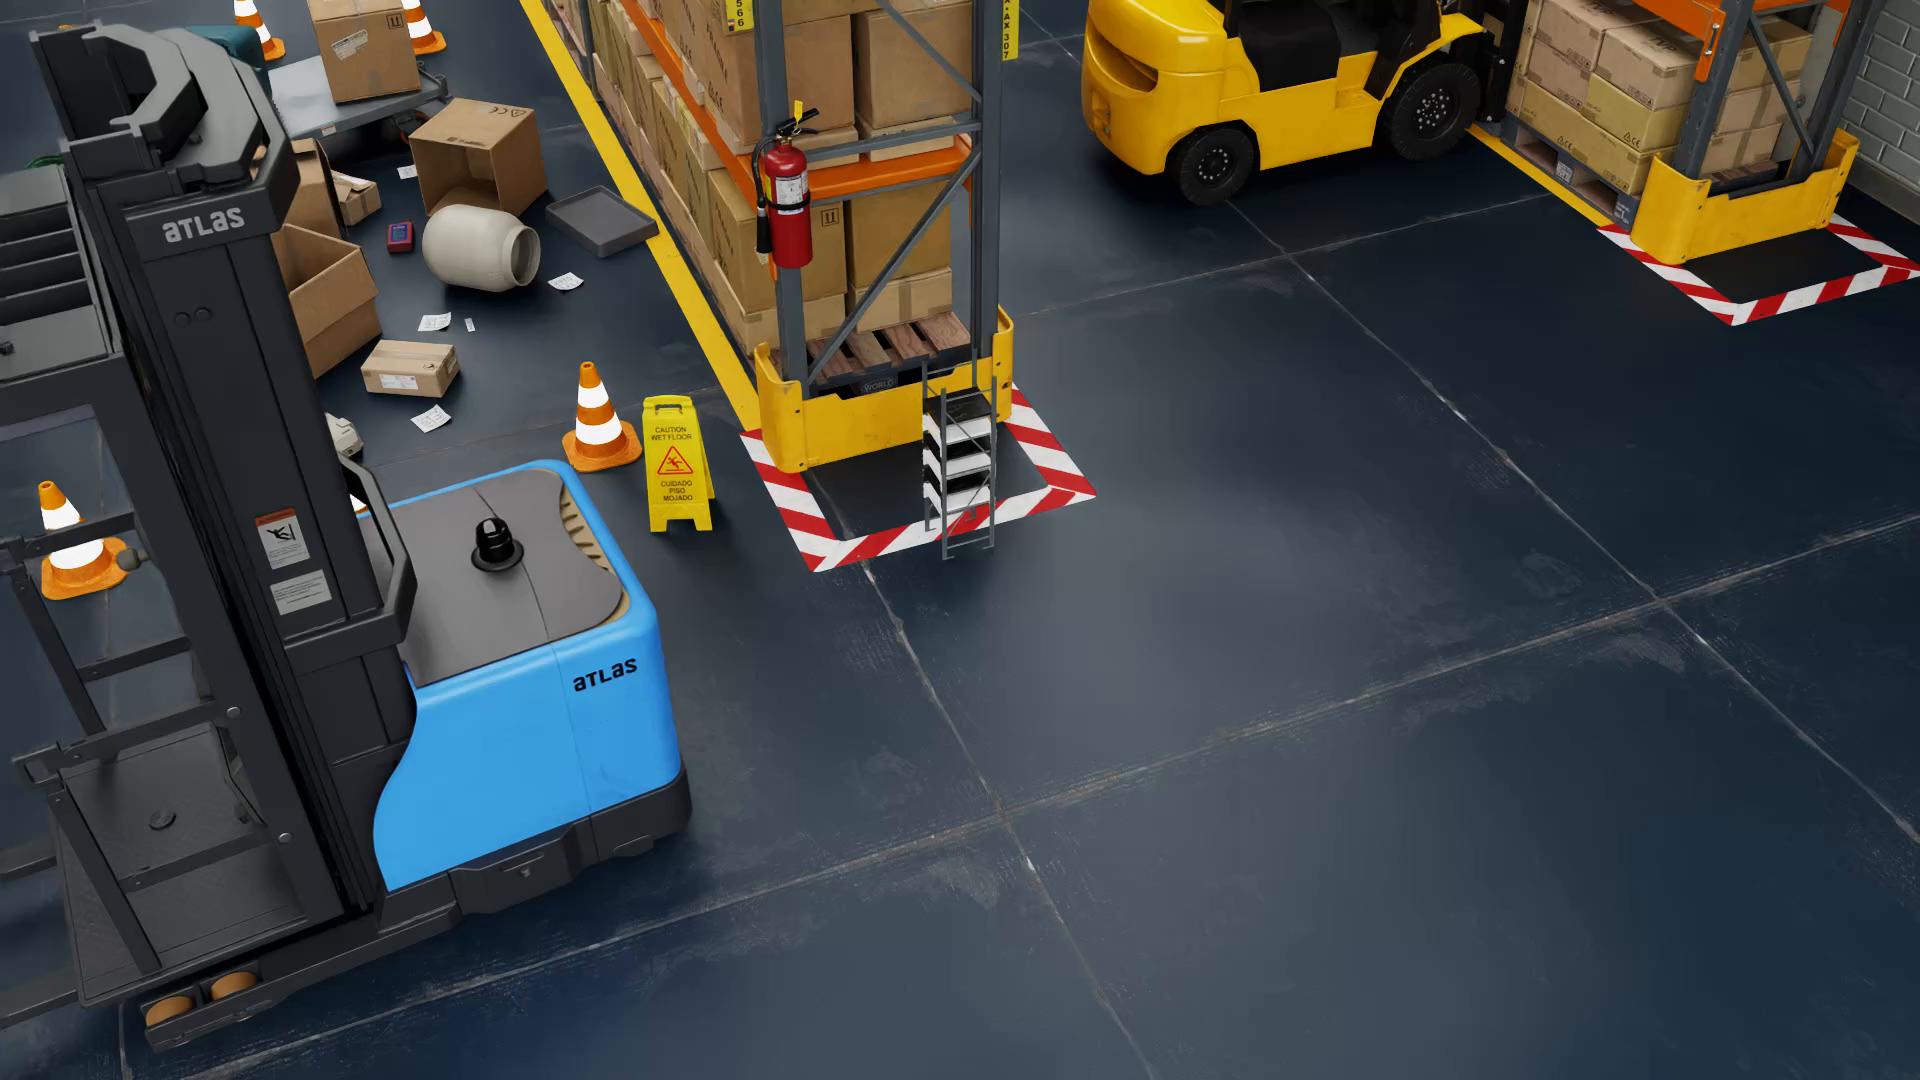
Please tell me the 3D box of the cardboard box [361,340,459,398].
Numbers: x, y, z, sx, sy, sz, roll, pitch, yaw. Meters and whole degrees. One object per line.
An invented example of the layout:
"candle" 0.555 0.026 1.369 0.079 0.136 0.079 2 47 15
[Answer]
"cardboard box" -2.678 -0.836 8.109 0.380 0.149 0.250 5 41 6

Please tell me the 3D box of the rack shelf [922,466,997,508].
"rack shelf" -0.003 -0.253 7.043 0.258 0.077 0.200 -15 43 -17

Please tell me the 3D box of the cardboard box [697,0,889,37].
"cardboard box" -0.708 -2.415 6.686 0.700 0.500 0.500 -16 43 -18

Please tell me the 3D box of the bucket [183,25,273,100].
"bucket" -4.194 -2.574 9.288 0.726 0.611 0.620 -2 31 -2

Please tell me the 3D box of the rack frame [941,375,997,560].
"rack frame" 0.036 -0.285 6.891 0.240 0.900 0.006 -15 43 -17

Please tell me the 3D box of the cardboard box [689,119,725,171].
"cardboard box" -1.061 -1.901 7.874 0.380 0.149 0.250 -14 43 -16

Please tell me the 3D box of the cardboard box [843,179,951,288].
"cardboard box" -0.374 -1.602 8.024 0.500 0.500 0.500 -16 43 -18

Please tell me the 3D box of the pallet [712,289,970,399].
"pallet" -0.618 -1.119 8.389 1.003 0.211 1.213 -15 43 -17

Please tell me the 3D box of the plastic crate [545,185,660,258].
"plastic crate" -1.998 -1.784 9.264 0.402 0.080 0.583 -31 49 -31

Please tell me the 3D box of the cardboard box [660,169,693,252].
"cardboard box" -1.265 -1.796 8.825 0.500 0.250 0.500 -17 43 -18

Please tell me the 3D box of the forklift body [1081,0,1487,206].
"forklift body" 1.863 -3.238 9.366 2.313 2.155 1.214 -15 43 -17

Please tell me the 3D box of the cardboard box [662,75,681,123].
"cardboard box" -1.253 -2.212 8.236 0.380 0.149 0.250 -13 42 -15

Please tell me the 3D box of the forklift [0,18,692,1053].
"forklift" -2.510 0.122 4.860 3.031 2.935 1.130 -19 44 -21

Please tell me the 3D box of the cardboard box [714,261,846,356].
"cardboard box" -0.878 -1.183 8.112 0.500 0.250 0.500 -15 43 -17

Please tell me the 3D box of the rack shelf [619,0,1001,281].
"rack shelf" -1.076 -2.564 8.483 1.077 0.370 4.000 -15 43 -17

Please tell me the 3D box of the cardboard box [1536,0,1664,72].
"cardboard box" 3.609 -2.874 9.312 0.500 0.250 0.500 -14 43 -16

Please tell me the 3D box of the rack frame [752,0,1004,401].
"rack frame" -0.311 -1.632 6.847 1.000 3.000 0.127 -15 43 -17

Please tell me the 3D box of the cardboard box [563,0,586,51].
"cardboard box" -2.044 -3.520 10.736 0.950 0.372 0.625 -15 43 -16

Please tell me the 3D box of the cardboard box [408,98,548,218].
"cardboard box" -2.688 -2.110 9.318 0.500 0.500 0.500 12 42 13

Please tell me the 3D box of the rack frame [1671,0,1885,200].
"rack frame" 4.274 -2.873 8.290 1.000 3.000 0.127 -15 43 -17

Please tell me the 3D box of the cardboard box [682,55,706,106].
"cardboard box" -1.056 -2.141 7.632 0.380 0.149 0.250 -14 43 -16

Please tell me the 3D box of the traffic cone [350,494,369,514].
"traffic cone" -2.563 -0.126 7.041 0.336 0.463 0.334 -15 43 -17

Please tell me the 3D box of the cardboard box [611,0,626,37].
"cardboard box" -1.674 -2.866 8.997 0.380 0.149 0.250 -14 43 -15

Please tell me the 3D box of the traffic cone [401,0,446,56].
"traffic cone" -3.609 -3.478 10.939 0.336 0.463 0.334 -15 43 -17

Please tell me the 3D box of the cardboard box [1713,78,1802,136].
"cardboard box" 4.286 -2.514 9.276 0.500 0.250 0.500 -14 43 -16

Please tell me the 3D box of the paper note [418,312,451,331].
"paper note" -2.698 -1.124 8.542 0.148 0.019 0.142 -2 41 -2

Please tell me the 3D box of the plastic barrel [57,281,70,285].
"plastic barrel" -4.525 -1.468 8.633 0.512 0.421 0.421 12 42 13

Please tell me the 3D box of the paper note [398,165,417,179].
"paper note" -3.215 -2.171 9.751 0.148 0.019 0.142 -15 43 -17

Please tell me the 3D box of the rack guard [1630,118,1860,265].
"rack guard" 4.283 -1.910 9.088 1.175 0.500 0.348 -15 43 -17

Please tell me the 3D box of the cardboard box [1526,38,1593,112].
"cardboard box" 3.617 -2.699 9.491 0.500 0.250 0.500 -16 43 -17

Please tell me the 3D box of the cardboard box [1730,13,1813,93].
"cardboard box" 4.265 -2.705 9.115 0.500 0.250 0.500 -16 43 -18

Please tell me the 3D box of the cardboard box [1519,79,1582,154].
"cardboard box" 3.621 -2.495 9.638 0.500 0.250 0.500 -15 43 -17

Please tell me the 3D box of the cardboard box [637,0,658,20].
"cardboard box" -1.414 -2.759 8.350 0.380 0.149 0.250 -15 43 -17

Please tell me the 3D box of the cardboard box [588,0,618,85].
"cardboard box" -1.865 -3.020 9.673 0.500 0.500 0.500 -13 42 -15

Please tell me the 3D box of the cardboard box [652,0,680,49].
"cardboard box" -1.149 -2.646 7.722 0.500 0.500 0.500 -15 43 -17

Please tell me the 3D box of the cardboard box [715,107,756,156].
"cardboard box" -0.851 -1.834 7.274 0.380 0.149 0.250 -16 43 -17

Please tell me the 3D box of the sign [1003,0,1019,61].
"sign" 0.190 -2.096 6.723 0.100 0.325 0.005 -15 43 -17

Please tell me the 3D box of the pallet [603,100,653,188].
"pallet" -1.552 -2.589 10.098 1.003 0.211 1.213 -15 43 -17

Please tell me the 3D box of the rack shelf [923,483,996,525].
"rack shelf" -0.003 -0.184 7.101 0.258 0.077 0.200 -15 43 -17

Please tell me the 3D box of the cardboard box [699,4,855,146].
"cardboard box" -0.773 -2.041 7.018 0.500 0.500 0.500 -16 43 -18

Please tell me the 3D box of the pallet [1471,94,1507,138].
"pallet" 3.480 -2.999 10.576 1.003 0.211 1.213 -15 43 -17

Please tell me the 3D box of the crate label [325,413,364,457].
"crate label" -2.921 -0.460 7.680 0.298 0.136 0.250 27 47 27

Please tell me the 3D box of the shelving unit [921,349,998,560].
"shelving unit" -0.003 -0.346 6.962 0.258 0.900 0.210 -15 43 -17

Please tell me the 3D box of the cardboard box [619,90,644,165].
"cardboard box" -1.650 -2.417 9.547 0.500 0.250 0.500 -13 42 -14

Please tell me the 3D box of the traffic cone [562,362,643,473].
"traffic cone" -1.667 -0.607 7.601 0.336 0.463 0.334 -15 43 -17

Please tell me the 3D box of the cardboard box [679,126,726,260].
"cardboard box" -1.061 -1.764 8.213 0.500 0.500 0.500 -14 43 -15

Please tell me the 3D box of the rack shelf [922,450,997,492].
"rack shelf" -0.003 -0.321 6.984 0.258 0.077 0.200 -15 43 -17

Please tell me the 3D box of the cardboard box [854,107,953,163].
"cardboard box" -0.249 -1.793 7.227 0.380 0.149 0.250 -15 43 -17

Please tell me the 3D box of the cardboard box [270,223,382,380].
"cardboard box" -3.322 -1.112 8.157 0.637 0.503 0.797 19 44 20

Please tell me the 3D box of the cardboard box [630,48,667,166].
"cardboard box" -1.452 -2.388 8.938 0.500 0.500 0.500 -13 42 -15

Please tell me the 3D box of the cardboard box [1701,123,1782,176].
"cardboard box" 4.267 -2.334 9.450 0.500 0.250 0.500 -15 43 -17

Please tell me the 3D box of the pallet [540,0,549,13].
"pallet" -2.611 -4.189 11.960 1.003 0.211 1.213 -15 43 -17

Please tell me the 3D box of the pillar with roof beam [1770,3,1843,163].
"pillar with roof beam" 0.863 -4.718 5.834 9.100 9.000 0.400 -15 43 -17
